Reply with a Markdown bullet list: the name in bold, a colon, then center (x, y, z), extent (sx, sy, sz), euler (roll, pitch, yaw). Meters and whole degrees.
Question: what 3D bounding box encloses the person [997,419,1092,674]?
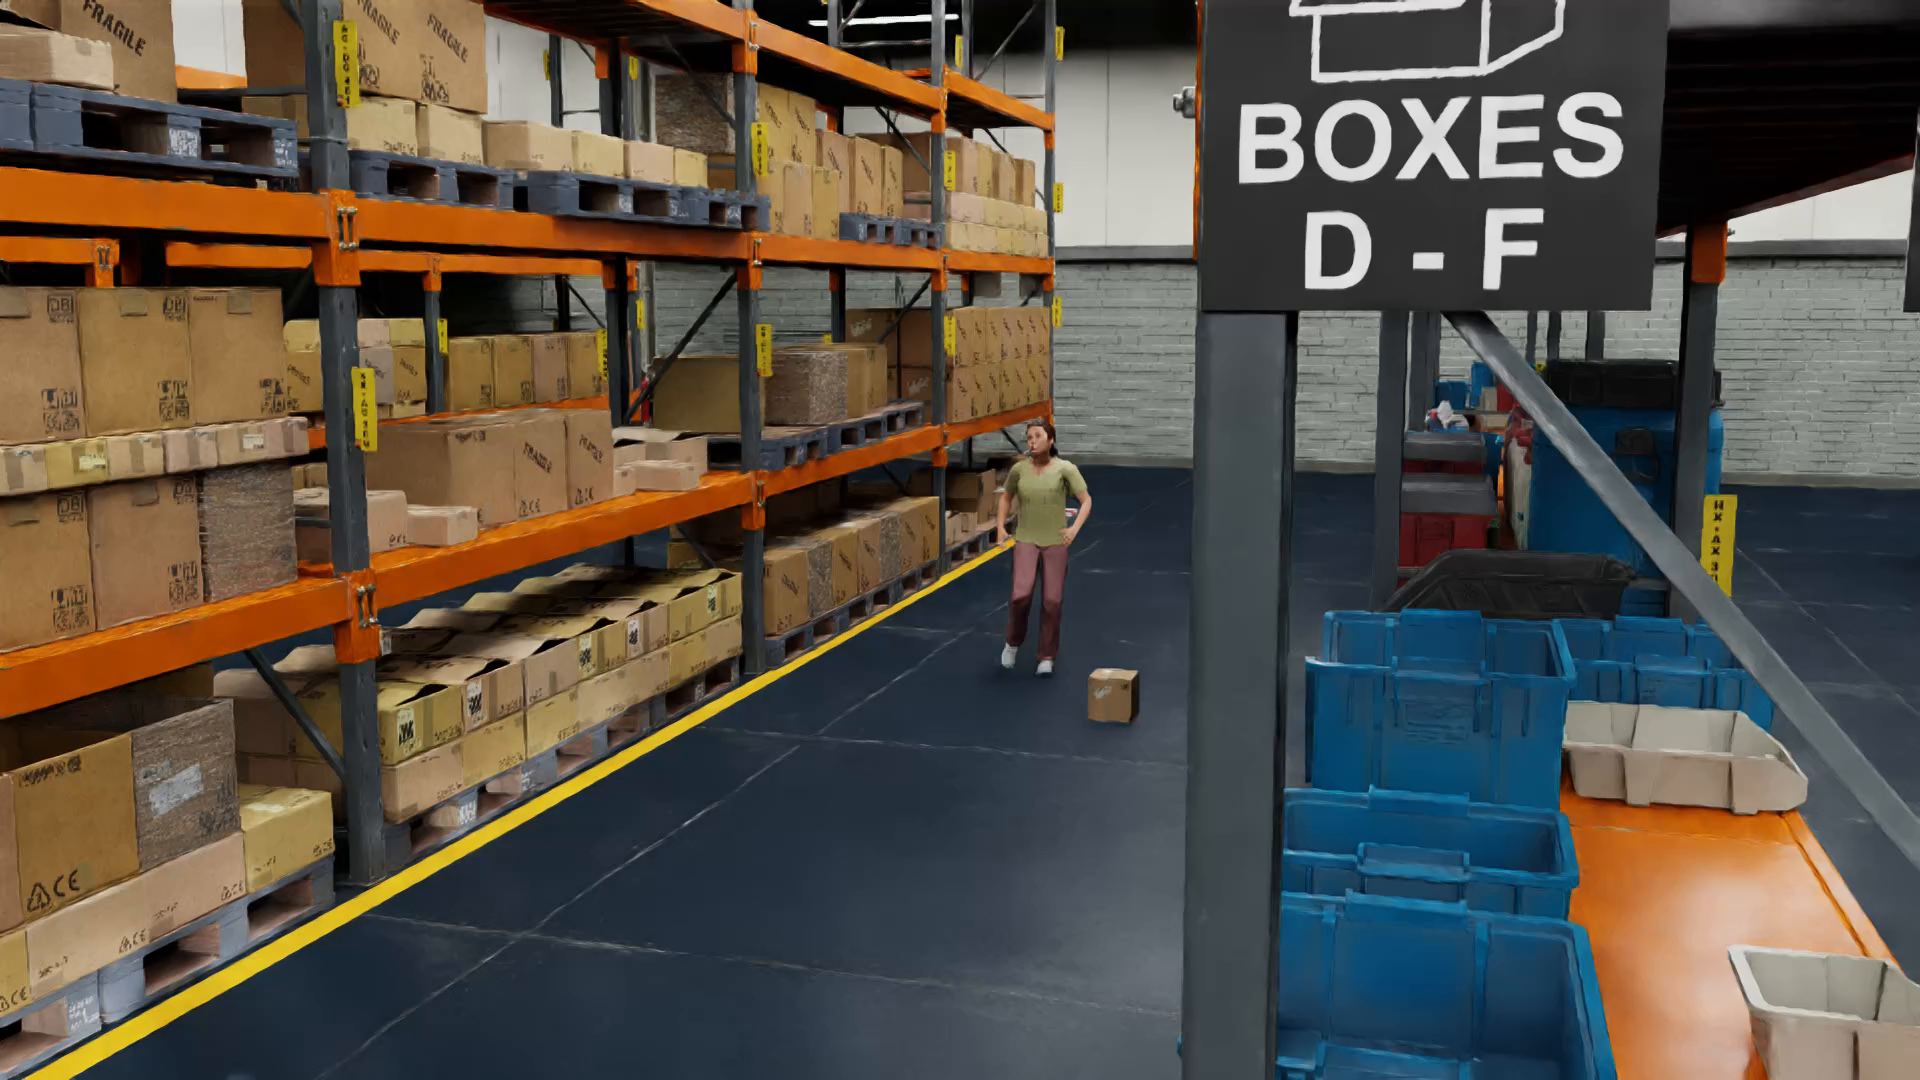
- **person**: center (0.541, 0.043, 10.684), extent (0.609, 1.633, 0.436), euler (1, 8, 4)
